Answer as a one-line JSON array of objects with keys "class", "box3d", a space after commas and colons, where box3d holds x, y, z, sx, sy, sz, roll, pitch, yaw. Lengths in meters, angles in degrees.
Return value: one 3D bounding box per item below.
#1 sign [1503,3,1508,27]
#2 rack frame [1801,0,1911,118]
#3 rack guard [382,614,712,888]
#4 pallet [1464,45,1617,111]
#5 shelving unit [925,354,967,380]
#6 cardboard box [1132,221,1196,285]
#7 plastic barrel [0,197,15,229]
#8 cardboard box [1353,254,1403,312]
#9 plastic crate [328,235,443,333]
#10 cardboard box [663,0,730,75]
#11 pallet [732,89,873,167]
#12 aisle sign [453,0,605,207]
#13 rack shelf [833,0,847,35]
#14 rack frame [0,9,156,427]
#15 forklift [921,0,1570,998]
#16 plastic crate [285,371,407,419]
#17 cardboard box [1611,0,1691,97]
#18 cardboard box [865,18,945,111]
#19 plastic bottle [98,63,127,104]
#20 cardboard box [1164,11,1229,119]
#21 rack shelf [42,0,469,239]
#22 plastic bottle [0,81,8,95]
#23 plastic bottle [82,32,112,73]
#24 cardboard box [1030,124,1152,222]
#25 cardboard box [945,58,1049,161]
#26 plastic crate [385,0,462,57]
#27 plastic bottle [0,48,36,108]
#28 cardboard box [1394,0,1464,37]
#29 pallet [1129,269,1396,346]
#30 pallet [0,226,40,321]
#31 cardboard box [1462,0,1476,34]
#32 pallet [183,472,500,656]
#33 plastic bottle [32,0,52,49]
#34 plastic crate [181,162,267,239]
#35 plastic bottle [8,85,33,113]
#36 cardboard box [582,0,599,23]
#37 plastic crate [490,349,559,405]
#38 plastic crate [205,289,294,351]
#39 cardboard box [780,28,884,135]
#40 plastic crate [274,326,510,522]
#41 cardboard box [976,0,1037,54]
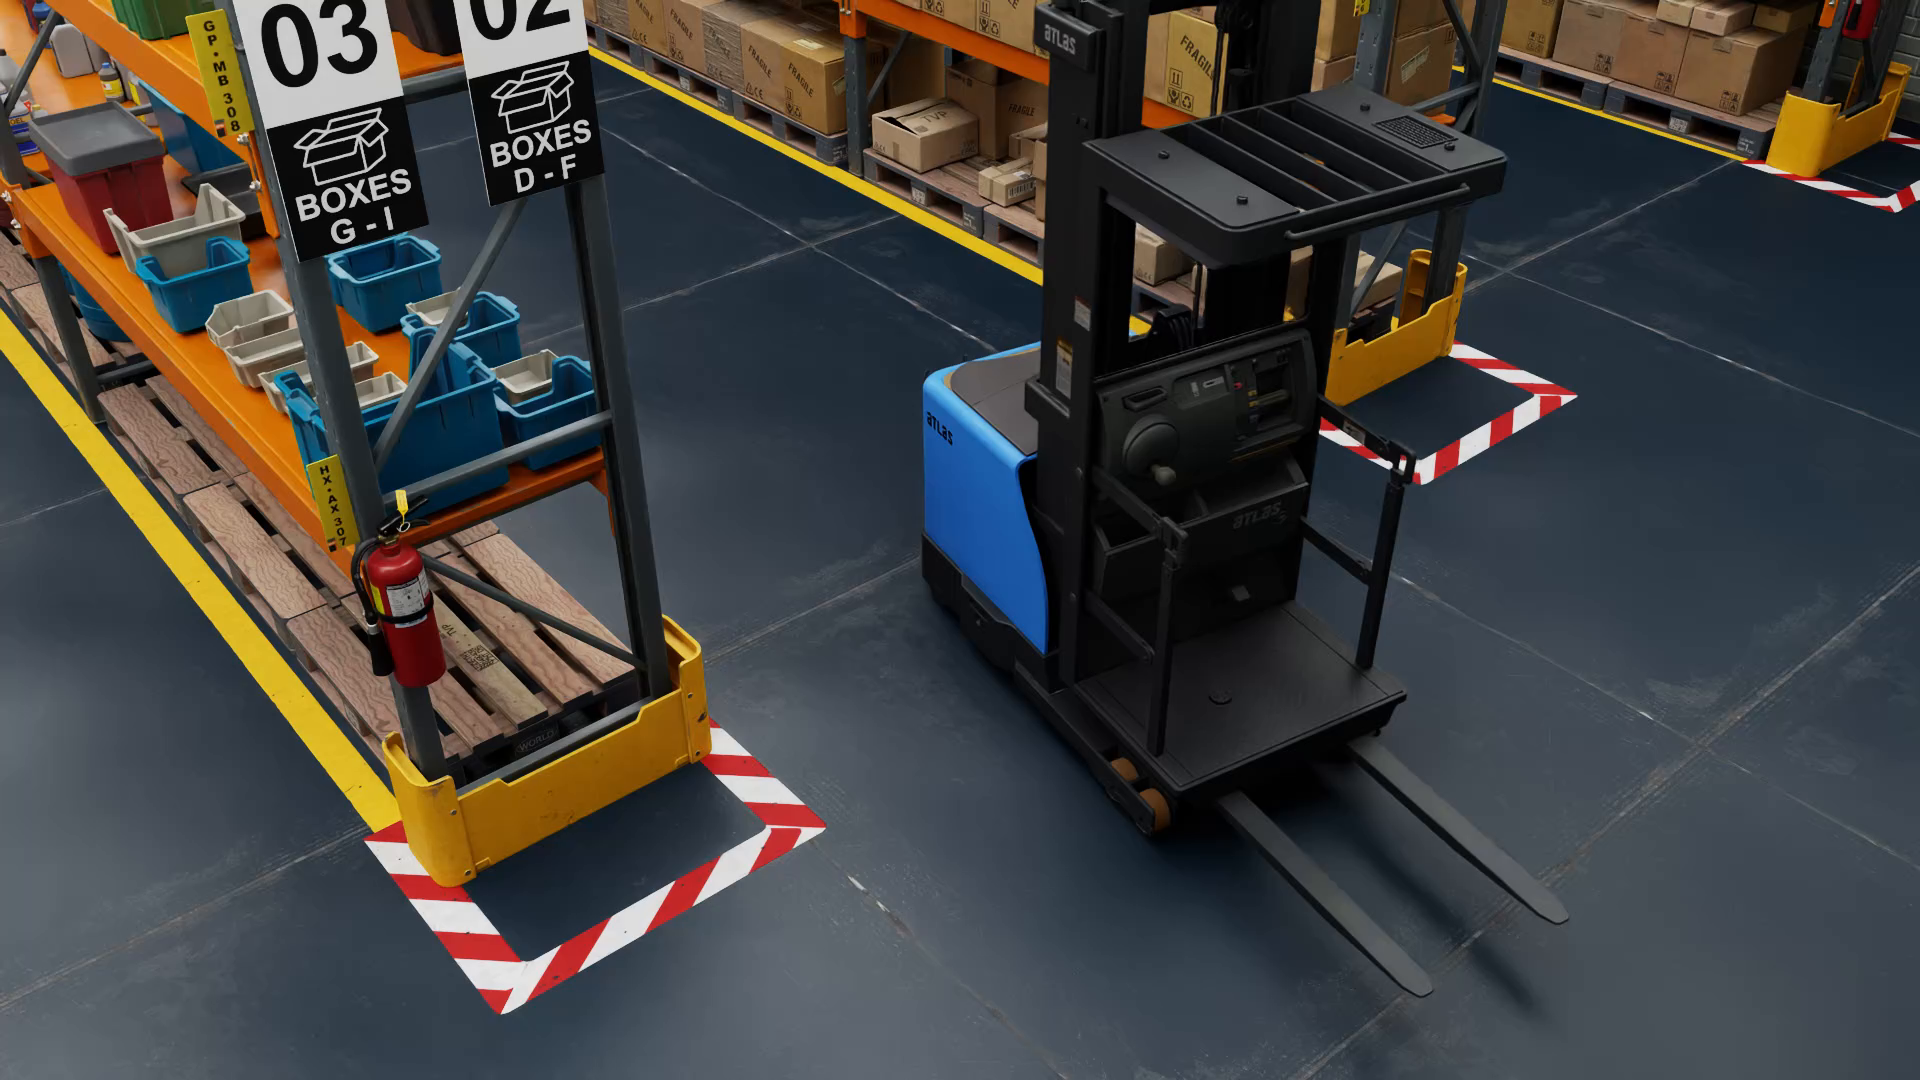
[{"class": "sign", "box3d": [2.664, -2.658, 8.159, 0.100, 0.325, 0.005, -26, 43, -32]}, {"class": "rack frame", "box3d": [6.031, -3.952, 10.735, 1.000, 3.000, 0.127, -26, 43, -32]}, {"class": "rack guard", "box3d": [-1.512, 0.769, 6.232, 1.175, 0.500, 0.348, -26, 43, -32]}, {"class": "pallet", "box3d": [4.672, -3.676, 12.758, 1.003, 0.211, 1.213, -26, 43, -32]}, {"class": "shelving unit", "box3d": [0.005, -0.364, 7.485, 0.258, 0.900, 0.210, -26, 43, -32]}, {"class": "cardboard box", "box3d": [1.120, -1.739, 9.608, 0.500, 0.250, 0.500, -26, 43, -32]}, {"class": "plastic barrel", "box3d": [-5.642, -2.268, 10.080, 0.600, 0.588, 0.708, -26, 43, -32]}, {"class": "cardboard box", "box3d": [2.242, -1.432, 9.263, 0.380, 0.149, 0.250, -26, 43, -32]}, {"class": "plastic crate", "box3d": [-2.295, -1.026, 6.697, 0.416, 0.233, 0.300, -26, 43, -32]}, {"class": "cardboard box", "box3d": [-1.835, -3.806, 12.311, 0.500, 0.500, 0.500, -28, 44, -33]}, {"class": "pallet", "box3d": [-0.886, -3.076, 11.910, 1.003, 0.211, 1.213, -26, 43, -32]}, {"class": "aisle sign", "box3d": [-1.264, -1.397, 4.878, 0.394, 0.787, 0.004, -26, 43, -32]}, {"class": "rack shelf", "box3d": [-1.623, -4.458, 12.072, 1.077, 0.370, 4.000, -26, 43, -32]}, {"class": "rack frame", "box3d": [-4.118, -2.023, 8.011, 1.000, 3.000, 0.127, -26, 43, -32]}, {"class": "forklift", "box3d": [1.002, -0.408, 5.790, 1.130, 2.935, 3.031, -18, 39, -24]}, {"class": "plastic crate", "box3d": [-2.202, -0.466, 5.989, 0.396, 0.136, 0.243, -26, 43, -32]}, {"class": "cardboard box", "box3d": [5.180, -3.596, 12.031, 0.700, 0.500, 0.500, -26, 43, -32]}, {"class": "cardboard box", "box3d": [-0.458, -3.333, 11.642, 0.500, 0.500, 0.500, -28, 44, -34]}, {"class": "plastic bottle", "box3d": [-4.445, -2.395, 8.708, 0.097, 0.201, 0.097, 0, 35, 0]}, {"class": "cardboard box", "box3d": [1.415, -2.468, 8.552, 0.500, 0.500, 0.500, -26, 43, -31]}, {"class": "rack shelf", "box3d": [-2.828, -2.070, 6.105, 1.077, 0.370, 4.000, -26, 43, -32]}, {"class": "plastic bottle", "box3d": [-4.855, -2.187, 8.350, 0.152, 0.276, 0.135, -26, 43, -32]}, {"class": "plastic bottle", "box3d": [-4.724, -2.728, 9.113, 0.152, 0.276, 0.135, -26, 43, -32]}, {"class": "cardboard box", "box3d": [0.884, -2.202, 10.043, 0.797, 0.503, 0.637, -26, 43, -32]}, {"class": "cardboard box", "box3d": [0.252, -2.882, 11.007, 0.500, 0.500, 0.500, -26, 43, -32]}, {"class": "plastic crate", "box3d": [-1.573, -1.702, 5.075, 0.497, 0.269, 0.590, -26, 43, -32]}, {"class": "plastic bottle", "box3d": [-4.851, -2.340, 8.502, 0.144, 0.351, 0.185, -26, 43, -32]}, {"class": "cardboard box", "box3d": [2.164, -2.846, 8.221, 0.500, 0.500, 0.500, -25, 42, -30]}, {"class": "pallet", "box3d": [1.685, -1.350, 9.474, 1.003, 0.211, 1.213, -26, 43, -32]}, {"class": "pallet", "box3d": [-5.376, -1.780, 10.081, 1.003, 0.211, 1.213, -26, 43, -32]}, {"class": "cardboard box", "box3d": [4.176, -4.278, 12.994, 0.700, 0.500, 0.500, -26, 43, -32]}, {"class": "pallet", "box3d": [-2.823, -0.036, 7.618, 1.003, 0.211, 1.213, -26, 43, -32]}, {"class": "plastic bottle", "box3d": [-5.163, -2.922, 9.391, 0.097, 0.271, 0.097, 0, 35, 0]}, {"class": "plastic crate", "box3d": [-3.191, -1.541, 7.517, 0.437, 0.125, 0.590, -26, 43, -32]}, {"class": "plastic bottle", "box3d": [-4.772, -2.211, 8.449, 0.097, 0.201, 0.097, 0, 35, 0]}, {"class": "cardboard box", "box3d": [-2.838, -4.487, 13.272, 0.500, 0.500, 0.500, -24, 42, -30]}, {"class": "plastic crate", "box3d": [-1.589, -0.578, 6.147, 0.250, 0.136, 0.298, -26, 43, -32]}, {"class": "plastic crate", "box3d": [-2.781, -0.837, 6.513, 0.298, 0.136, 0.250, -26, 43, -32]}, {"class": "cardboard box", "box3d": [-0.869, -3.139, 11.369, 0.500, 0.500, 0.500, -26, 43, -32]}, {"class": "plastic crate", "box3d": [-1.896, -0.374, 5.600, 0.616, 0.435, 0.499, -26, 43, -32]}, {"class": "cardboard box", "box3d": [0.443, -3.136, 9.497, 0.500, 0.500, 0.500, -26, 43, -32]}]
